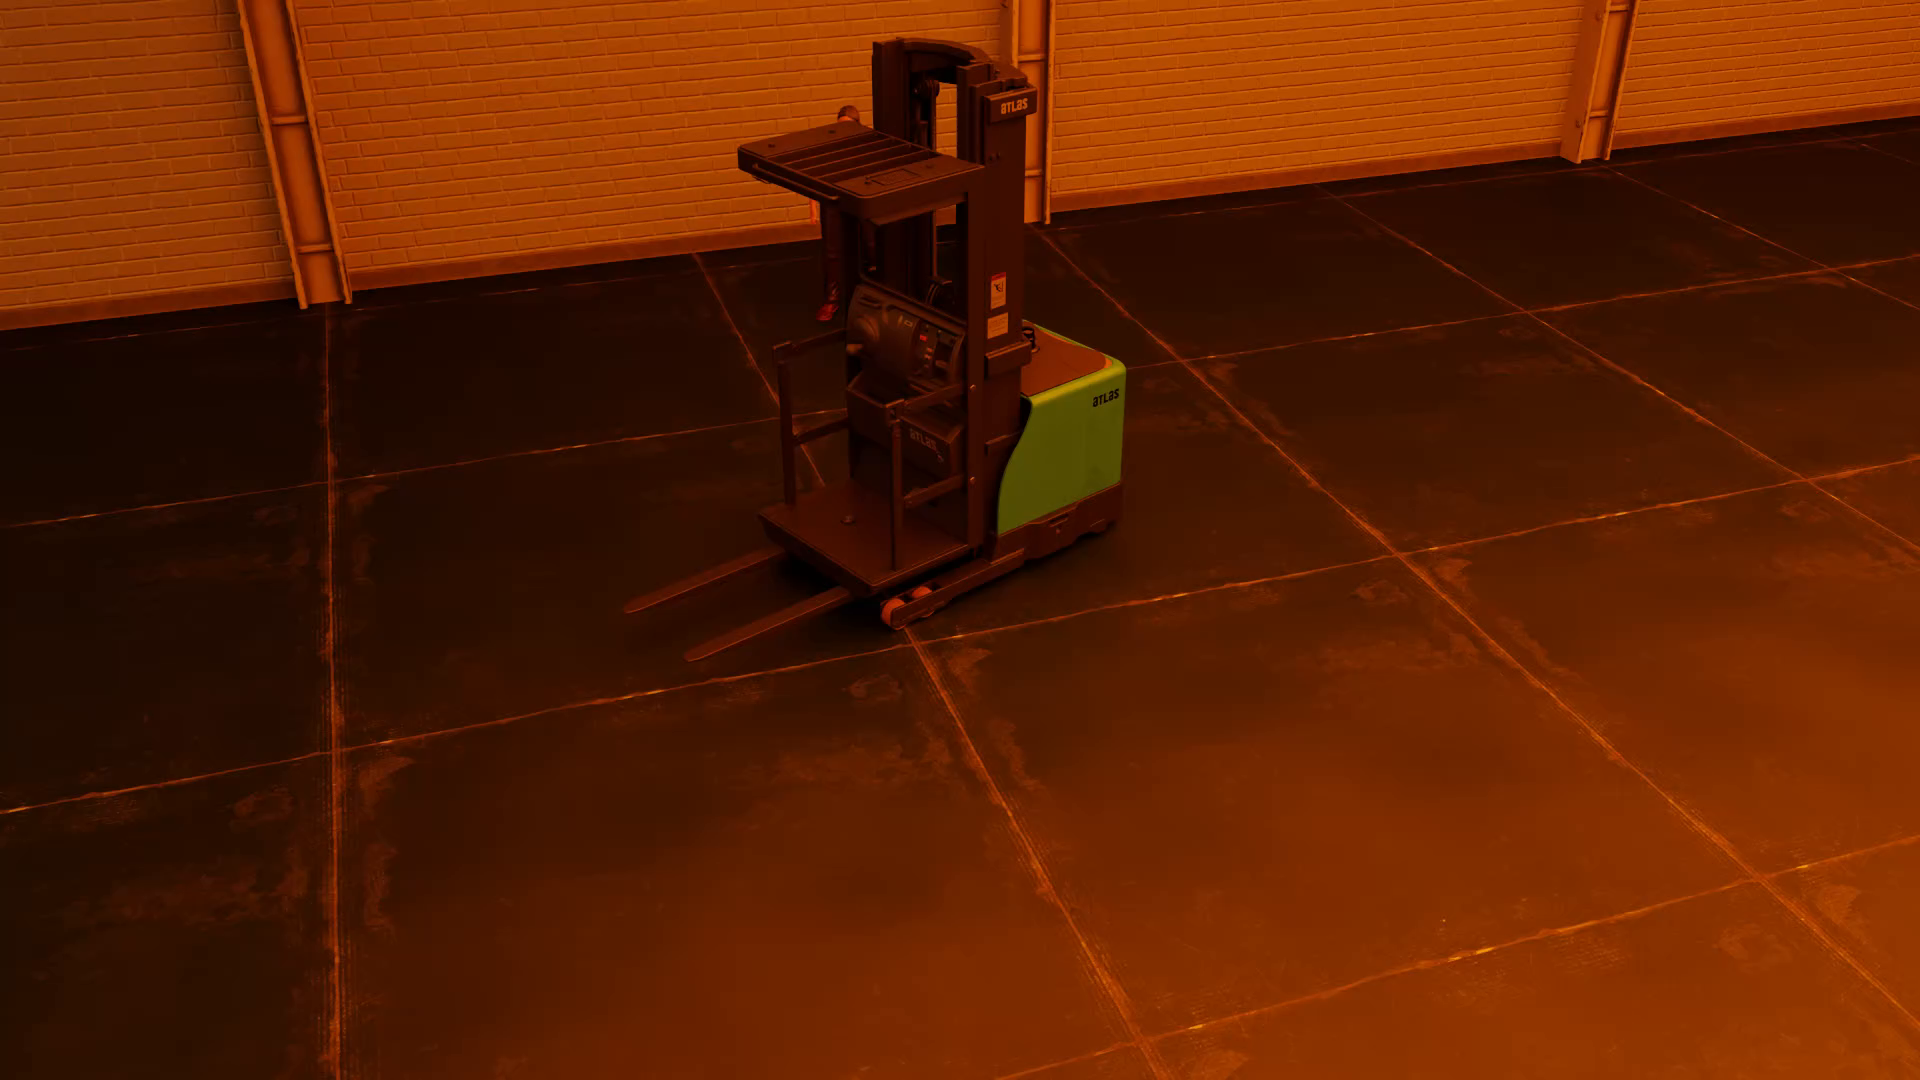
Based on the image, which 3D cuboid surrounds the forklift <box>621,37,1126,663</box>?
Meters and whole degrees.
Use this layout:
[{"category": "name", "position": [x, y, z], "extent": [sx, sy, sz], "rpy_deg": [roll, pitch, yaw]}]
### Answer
[{"category": "forklift", "position": [-0.461, -1.072, 8.951], "extent": [3.031, 2.935, 1.130], "rpy_deg": [-23, 37, -34]}]

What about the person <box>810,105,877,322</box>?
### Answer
[{"category": "person", "position": [-0.839, -2.540, 12.792], "extent": [0.630, 1.656, 0.431], "rpy_deg": [-4, 30, -6]}]
